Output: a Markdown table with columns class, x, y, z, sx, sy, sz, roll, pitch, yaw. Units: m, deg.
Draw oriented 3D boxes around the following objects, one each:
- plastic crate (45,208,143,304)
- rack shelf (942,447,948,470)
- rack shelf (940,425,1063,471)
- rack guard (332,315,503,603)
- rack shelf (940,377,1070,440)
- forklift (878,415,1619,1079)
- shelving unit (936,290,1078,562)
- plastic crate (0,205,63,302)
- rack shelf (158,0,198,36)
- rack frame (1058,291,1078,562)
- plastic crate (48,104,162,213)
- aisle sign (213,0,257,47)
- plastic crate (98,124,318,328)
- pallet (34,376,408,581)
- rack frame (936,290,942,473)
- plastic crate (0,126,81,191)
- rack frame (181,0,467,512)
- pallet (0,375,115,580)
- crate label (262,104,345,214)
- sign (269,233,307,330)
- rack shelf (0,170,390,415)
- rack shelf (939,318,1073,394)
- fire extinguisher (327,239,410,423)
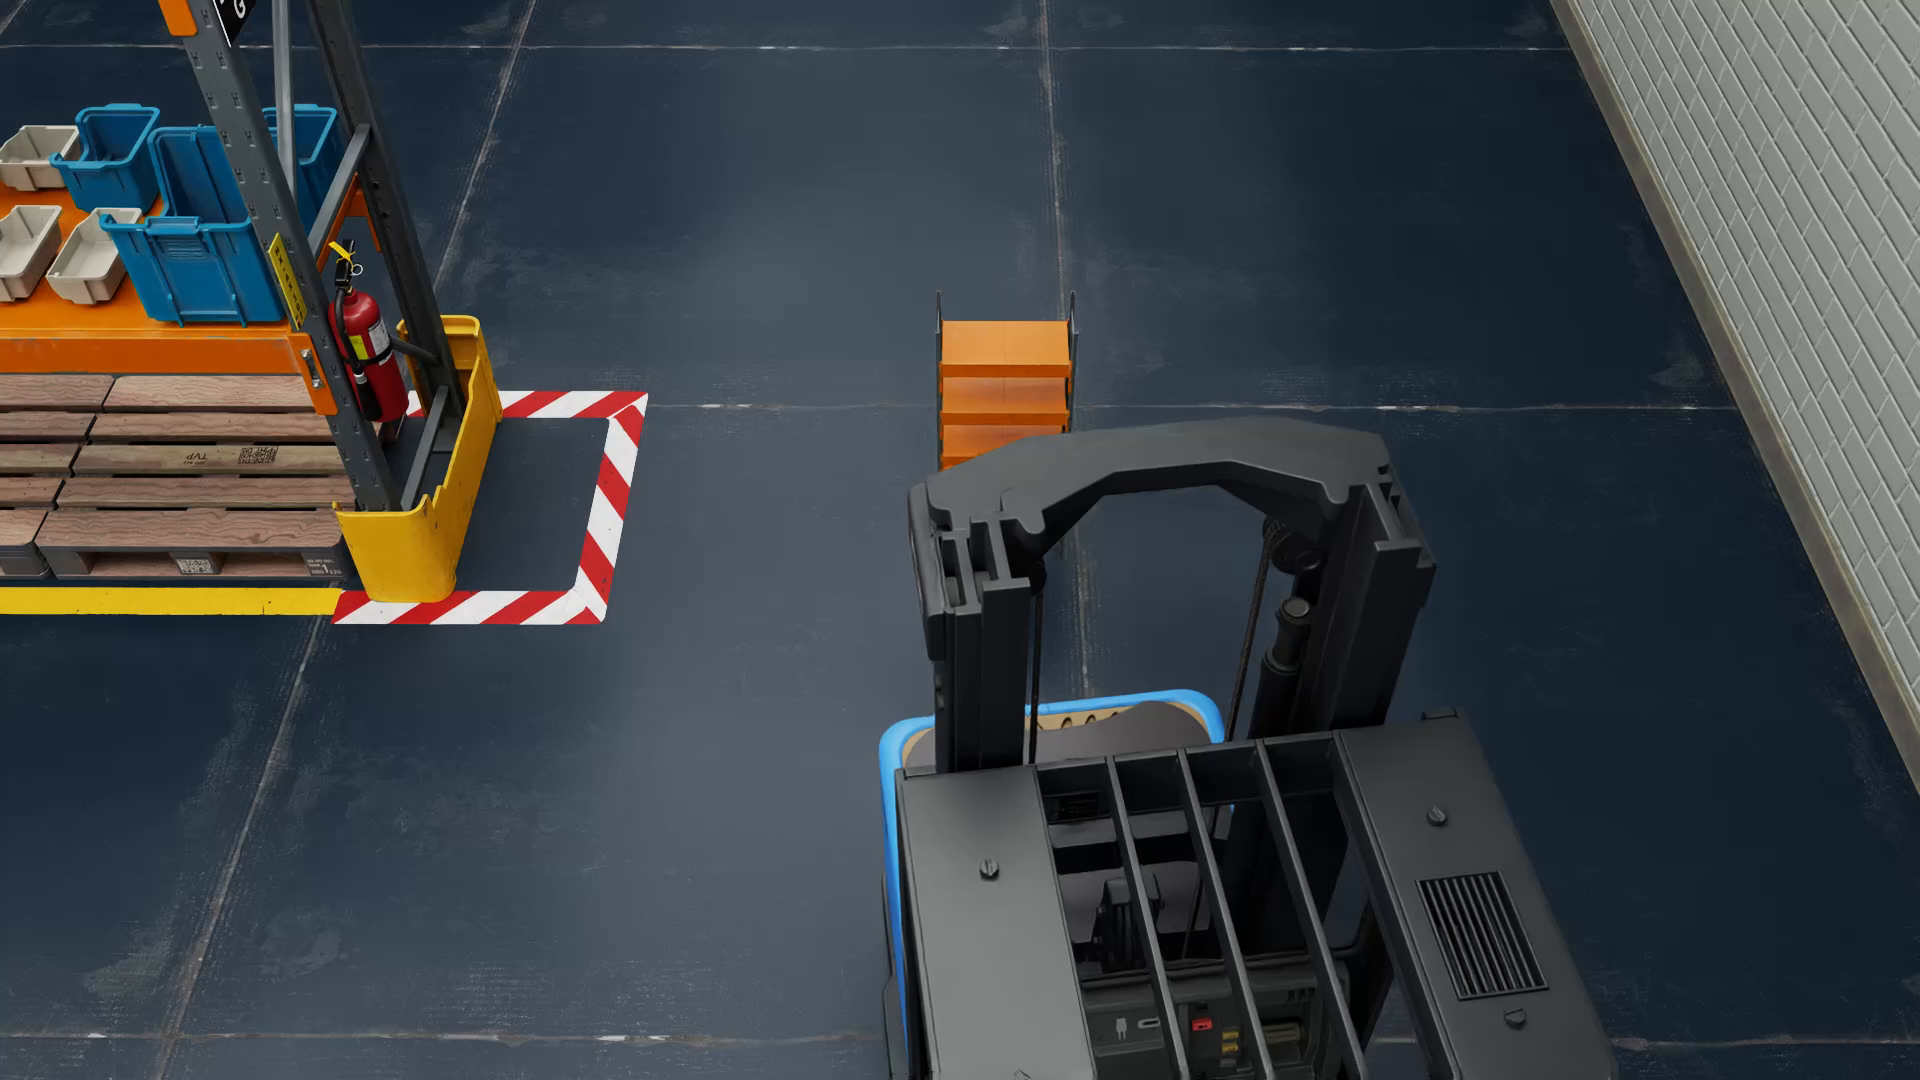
| class | x | y | z | sx | sy | sz | roll | pitch | yaw |
| --- | --- | --- | --- | --- | --- | --- | --- | --- | --- |
| plastic crate | -3.034 | -0.993 | 5.845 | 0.243 | 0.136 | 0.396 | 0 | 47 | 0 |
| rack shelf | 0.166 | -0.227 | 6.586 | 0.480 | 0.148 | 0.258 | 0 | 47 | 0 |
| rack shelf | 0.166 | -0.363 | 6.440 | 0.480 | 0.148 | 0.258 | 0 | 47 | 0 |
| rack guard | -2.194 | -0.350 | 6.815 | 0.348 | 0.500 | 1.175 | 0 | 47 | 0 |
| rack shelf | 0.166 | -0.515 | 6.277 | 0.480 | 0.148 | 0.258 | 0 | 47 | 0 |
| forklift | 0.456 | 1.287 | 3.631 | 1.130 | 2.935 | 3.031 | -6 | 47 | -5 |
| shelving unit | 0.166 | -0.408 | 6.391 | 0.503 | 1.200 | 0.258 | 0 | 47 | 0 |
| plastic crate | -3.324 | -1.004 | 5.855 | 0.243 | 0.136 | 0.396 | 0 | 47 | 0 |
| rack shelf | -4.218 | -1.975 | 5.062 | 4.000 | 0.370 | 1.077 | 0 | 47 | 0 |
| rack frame | 0.410 | -0.408 | 6.391 | 0.015 | 1.200 | 0.240 | 0 | 47 | 0 |
| plastic crate | -3.122 | -1.399 | 6.158 | 0.300 | 0.233 | 0.416 | 0 | 47 | 0 |
| aisle sign | -2.147 | -1.864 | 4.740 | 0.004 | 0.787 | 0.394 | 0 | 47 | 0 |
| plastic crate | -2.553 | -1.089 | 5.730 | 0.499 | 0.435 | 0.616 | 0 | 47 | 0 |
| pallet | -3.042 | -0.273 | 6.941 | 1.213 | 0.211 | 1.003 | 0 | 47 | 0 |
| rack frame | -0.078 | -0.409 | 6.392 | 0.015 | 1.200 | 0.240 | 0 | 47 | 0 |
| plastic crate | -3.462 | -1.428 | 6.250 | 0.298 | 0.136 | 0.250 | 0 | 47 | 0 |
| rack frame | -2.218 | -1.193 | 5.892 | 0.127 | 3.000 | 1.000 | 0 | 47 | 0 |
| pallet | -4.259 | -0.279 | 6.946 | 1.213 | 0.211 | 1.003 | 0 | 47 | 0 |
| crate label | -2.464 | -1.398 | 6.156 | 0.303 | 0.233 | 0.416 | 0 | 47 | 0 |
| sign | -2.204 | -0.846 | 5.457 | 0.005 | 0.325 | 0.100 | 0 | 47 | 0 |
| rack shelf | -4.218 | -0.953 | 6.160 | 4.000 | 0.370 | 1.077 | 0 | 47 | 0 |
| rack shelf | 0.166 | -0.676 | 6.104 | 0.480 | 0.148 | 0.258 | 0 | 47 | 0 |
| fire extinguisher | -2.069 | -0.706 | 5.746 | 0.183 | 0.674 | 0.296 | 0 | 47 | 0 |
